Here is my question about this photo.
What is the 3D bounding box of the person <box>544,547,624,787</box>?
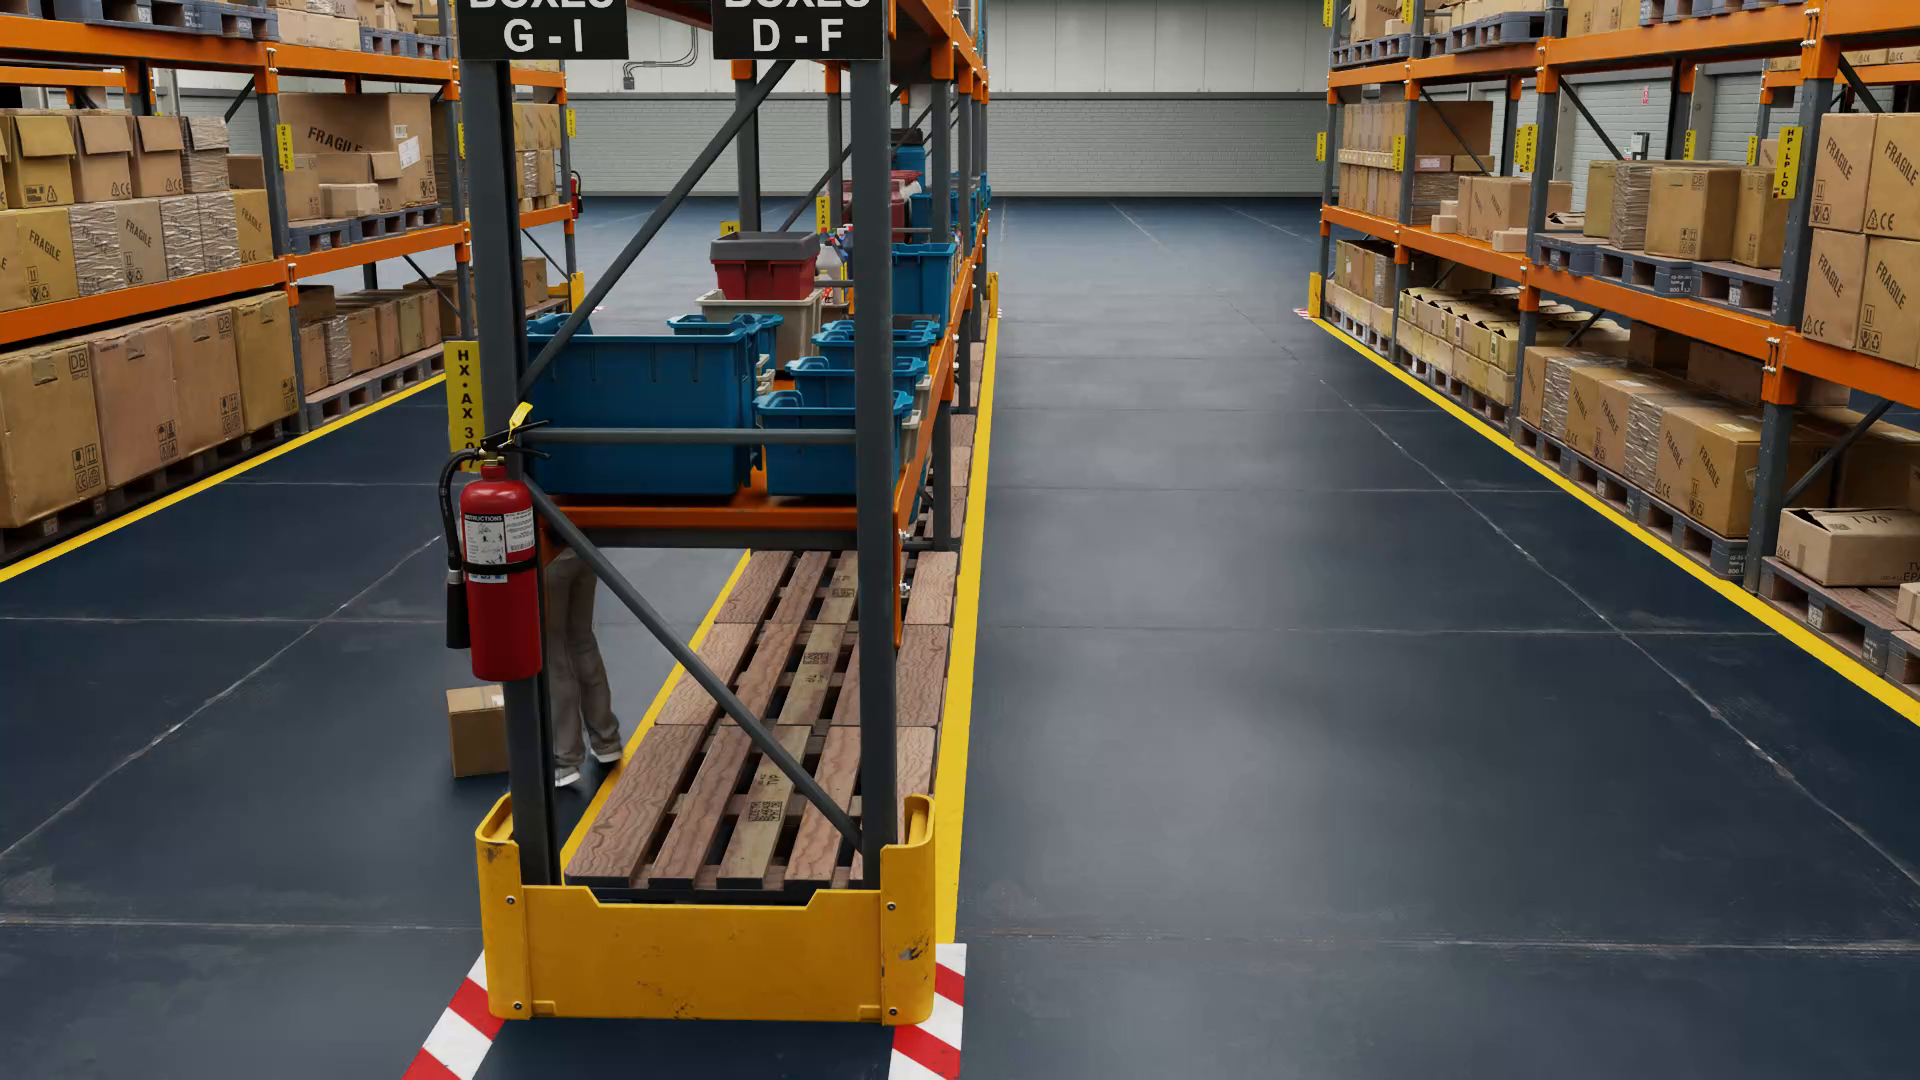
[{"bbox_3d":[-1.377,0.075,5.744,0.317,1.642,0.503,6,15,22],"label":"person"}]
